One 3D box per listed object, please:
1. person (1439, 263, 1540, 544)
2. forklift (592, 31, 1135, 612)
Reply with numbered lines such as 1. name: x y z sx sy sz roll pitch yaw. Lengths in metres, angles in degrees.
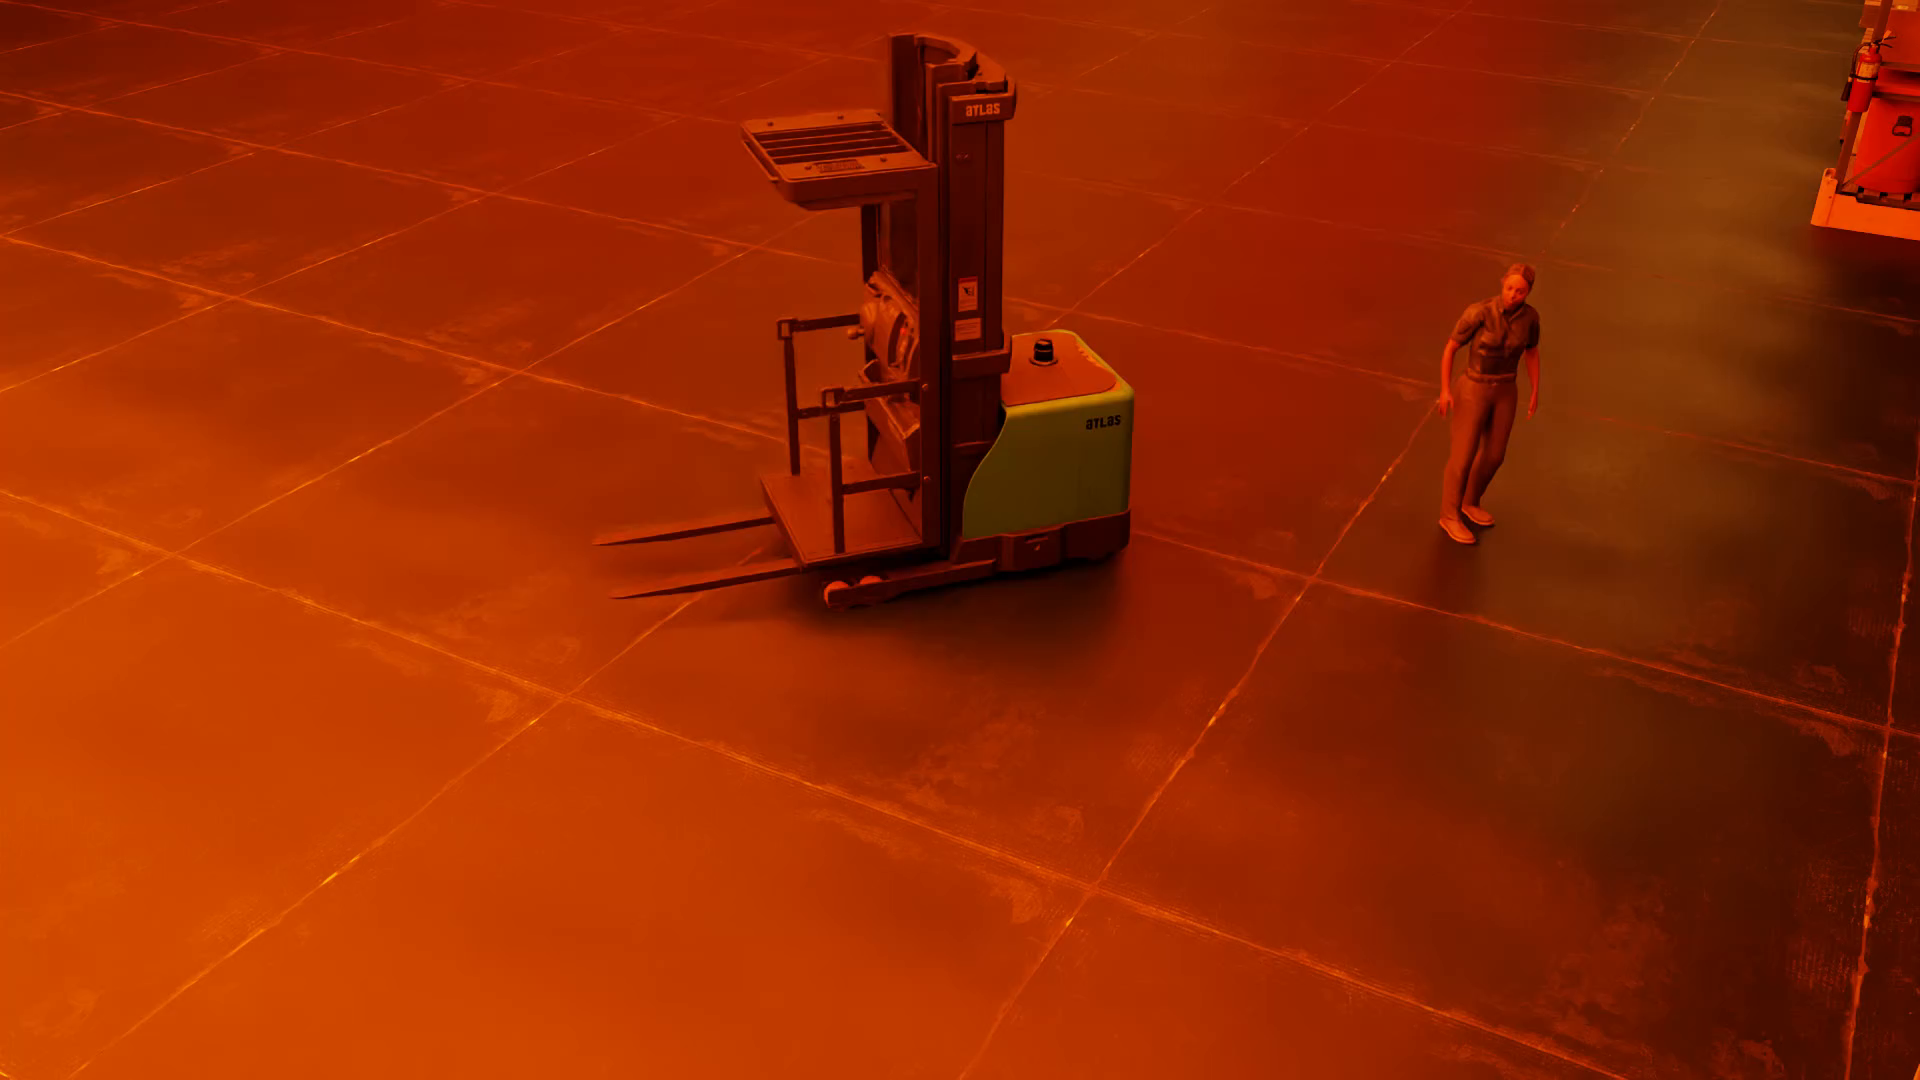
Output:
1. person: 3.131 -0.811 9.757 0.631 1.654 0.472 -7 31 -12
2. forklift: -0.576 -1.167 9.092 3.031 2.935 1.130 -10 31 -16
